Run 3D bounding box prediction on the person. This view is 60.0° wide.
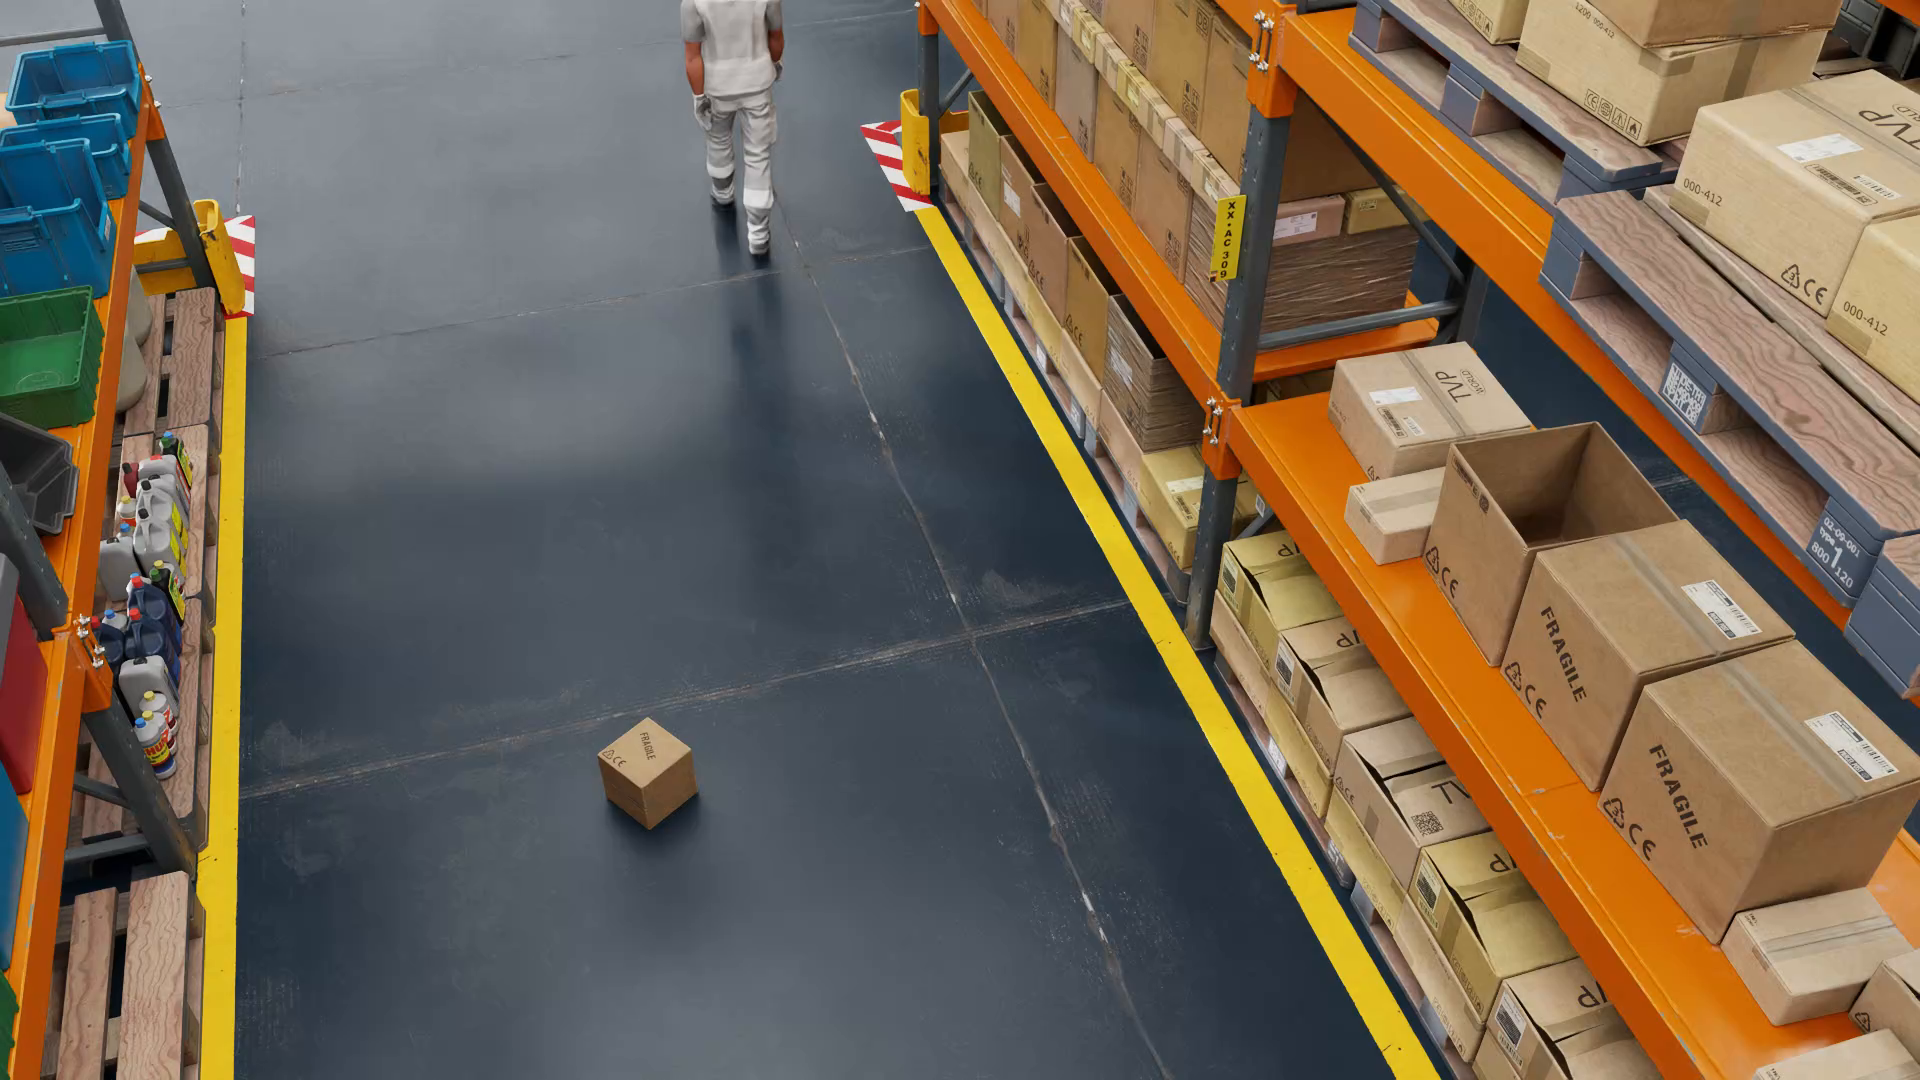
[{"bbox_3d":[-1.197,-2.510,8.915,0.528,1.745,0.922,-6,42,-6],"label":"person"}]
